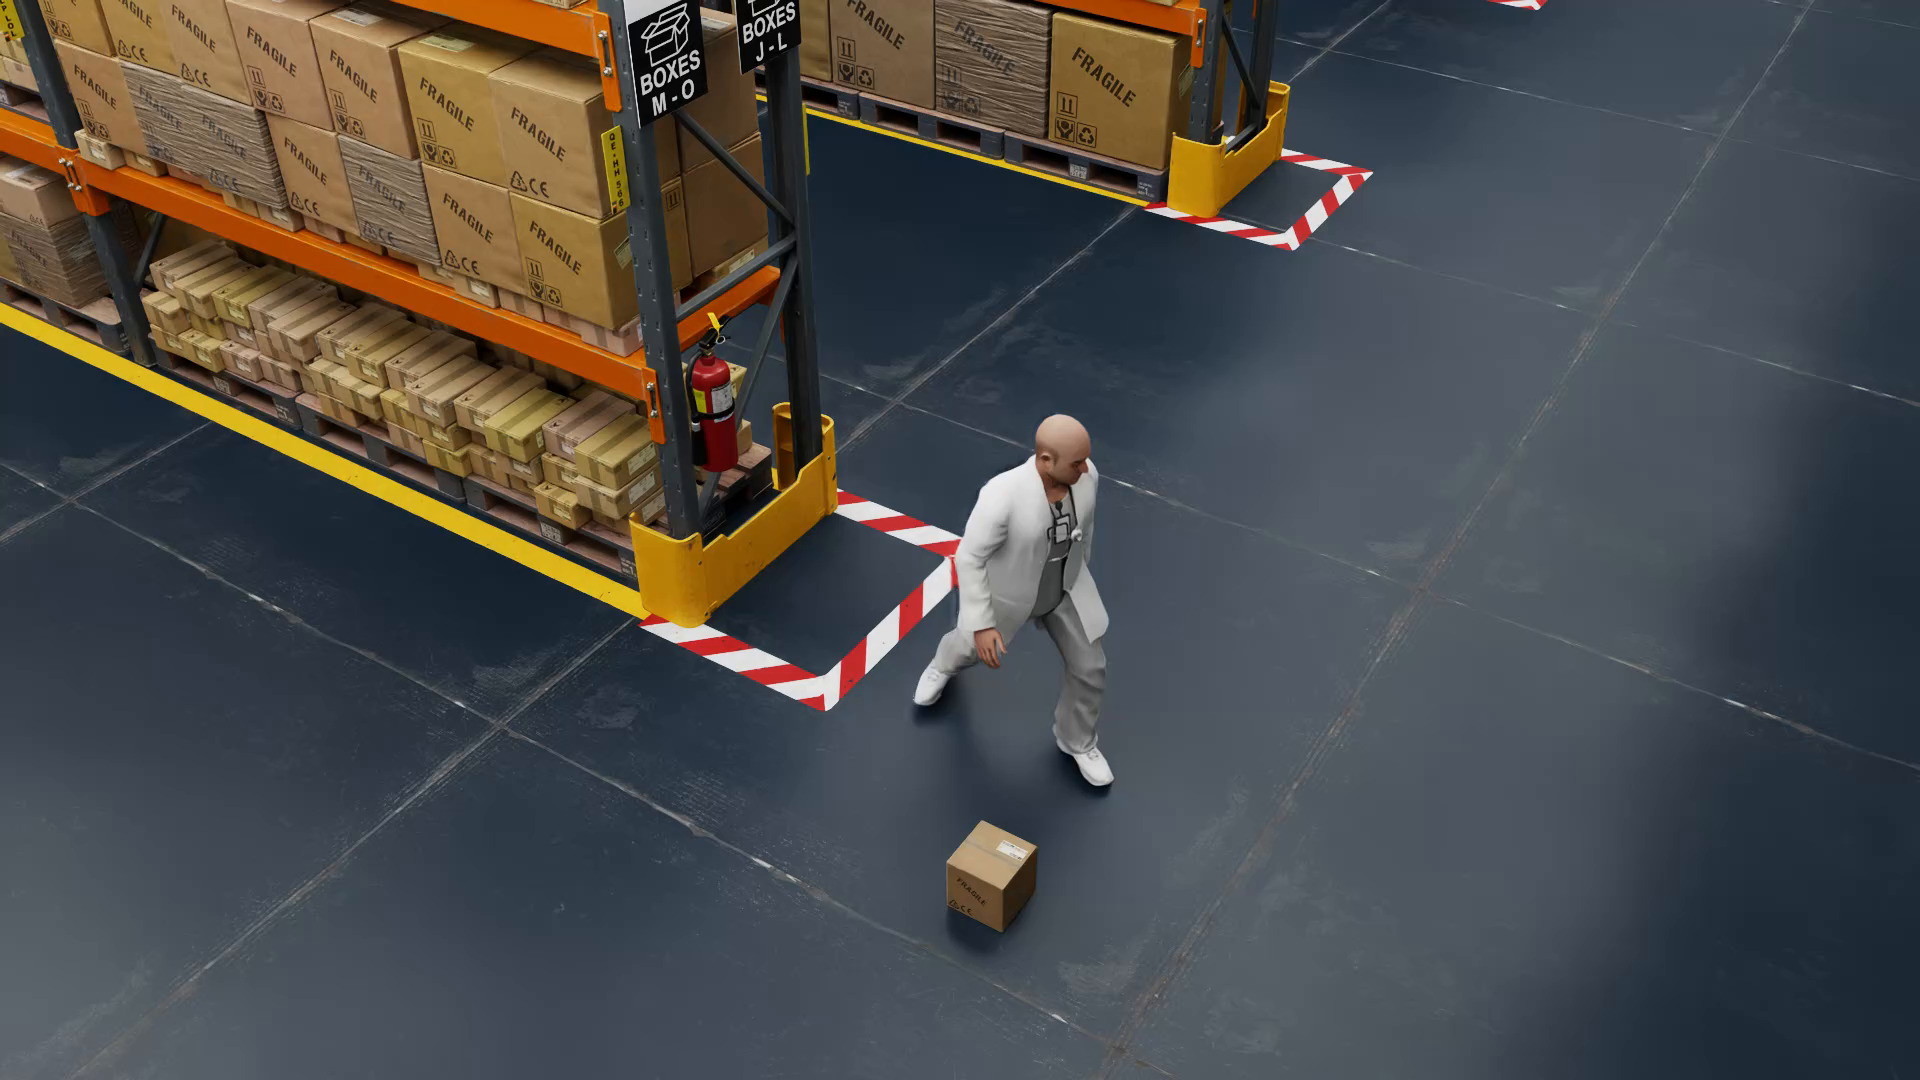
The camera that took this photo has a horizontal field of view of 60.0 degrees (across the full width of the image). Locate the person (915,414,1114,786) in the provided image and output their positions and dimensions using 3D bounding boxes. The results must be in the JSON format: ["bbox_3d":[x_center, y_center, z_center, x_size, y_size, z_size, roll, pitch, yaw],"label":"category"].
[{"bbox_3d":[0.215,0.138,6.548,0.666,1.715,0.968,-16,41,-20],"label":"person"}]
